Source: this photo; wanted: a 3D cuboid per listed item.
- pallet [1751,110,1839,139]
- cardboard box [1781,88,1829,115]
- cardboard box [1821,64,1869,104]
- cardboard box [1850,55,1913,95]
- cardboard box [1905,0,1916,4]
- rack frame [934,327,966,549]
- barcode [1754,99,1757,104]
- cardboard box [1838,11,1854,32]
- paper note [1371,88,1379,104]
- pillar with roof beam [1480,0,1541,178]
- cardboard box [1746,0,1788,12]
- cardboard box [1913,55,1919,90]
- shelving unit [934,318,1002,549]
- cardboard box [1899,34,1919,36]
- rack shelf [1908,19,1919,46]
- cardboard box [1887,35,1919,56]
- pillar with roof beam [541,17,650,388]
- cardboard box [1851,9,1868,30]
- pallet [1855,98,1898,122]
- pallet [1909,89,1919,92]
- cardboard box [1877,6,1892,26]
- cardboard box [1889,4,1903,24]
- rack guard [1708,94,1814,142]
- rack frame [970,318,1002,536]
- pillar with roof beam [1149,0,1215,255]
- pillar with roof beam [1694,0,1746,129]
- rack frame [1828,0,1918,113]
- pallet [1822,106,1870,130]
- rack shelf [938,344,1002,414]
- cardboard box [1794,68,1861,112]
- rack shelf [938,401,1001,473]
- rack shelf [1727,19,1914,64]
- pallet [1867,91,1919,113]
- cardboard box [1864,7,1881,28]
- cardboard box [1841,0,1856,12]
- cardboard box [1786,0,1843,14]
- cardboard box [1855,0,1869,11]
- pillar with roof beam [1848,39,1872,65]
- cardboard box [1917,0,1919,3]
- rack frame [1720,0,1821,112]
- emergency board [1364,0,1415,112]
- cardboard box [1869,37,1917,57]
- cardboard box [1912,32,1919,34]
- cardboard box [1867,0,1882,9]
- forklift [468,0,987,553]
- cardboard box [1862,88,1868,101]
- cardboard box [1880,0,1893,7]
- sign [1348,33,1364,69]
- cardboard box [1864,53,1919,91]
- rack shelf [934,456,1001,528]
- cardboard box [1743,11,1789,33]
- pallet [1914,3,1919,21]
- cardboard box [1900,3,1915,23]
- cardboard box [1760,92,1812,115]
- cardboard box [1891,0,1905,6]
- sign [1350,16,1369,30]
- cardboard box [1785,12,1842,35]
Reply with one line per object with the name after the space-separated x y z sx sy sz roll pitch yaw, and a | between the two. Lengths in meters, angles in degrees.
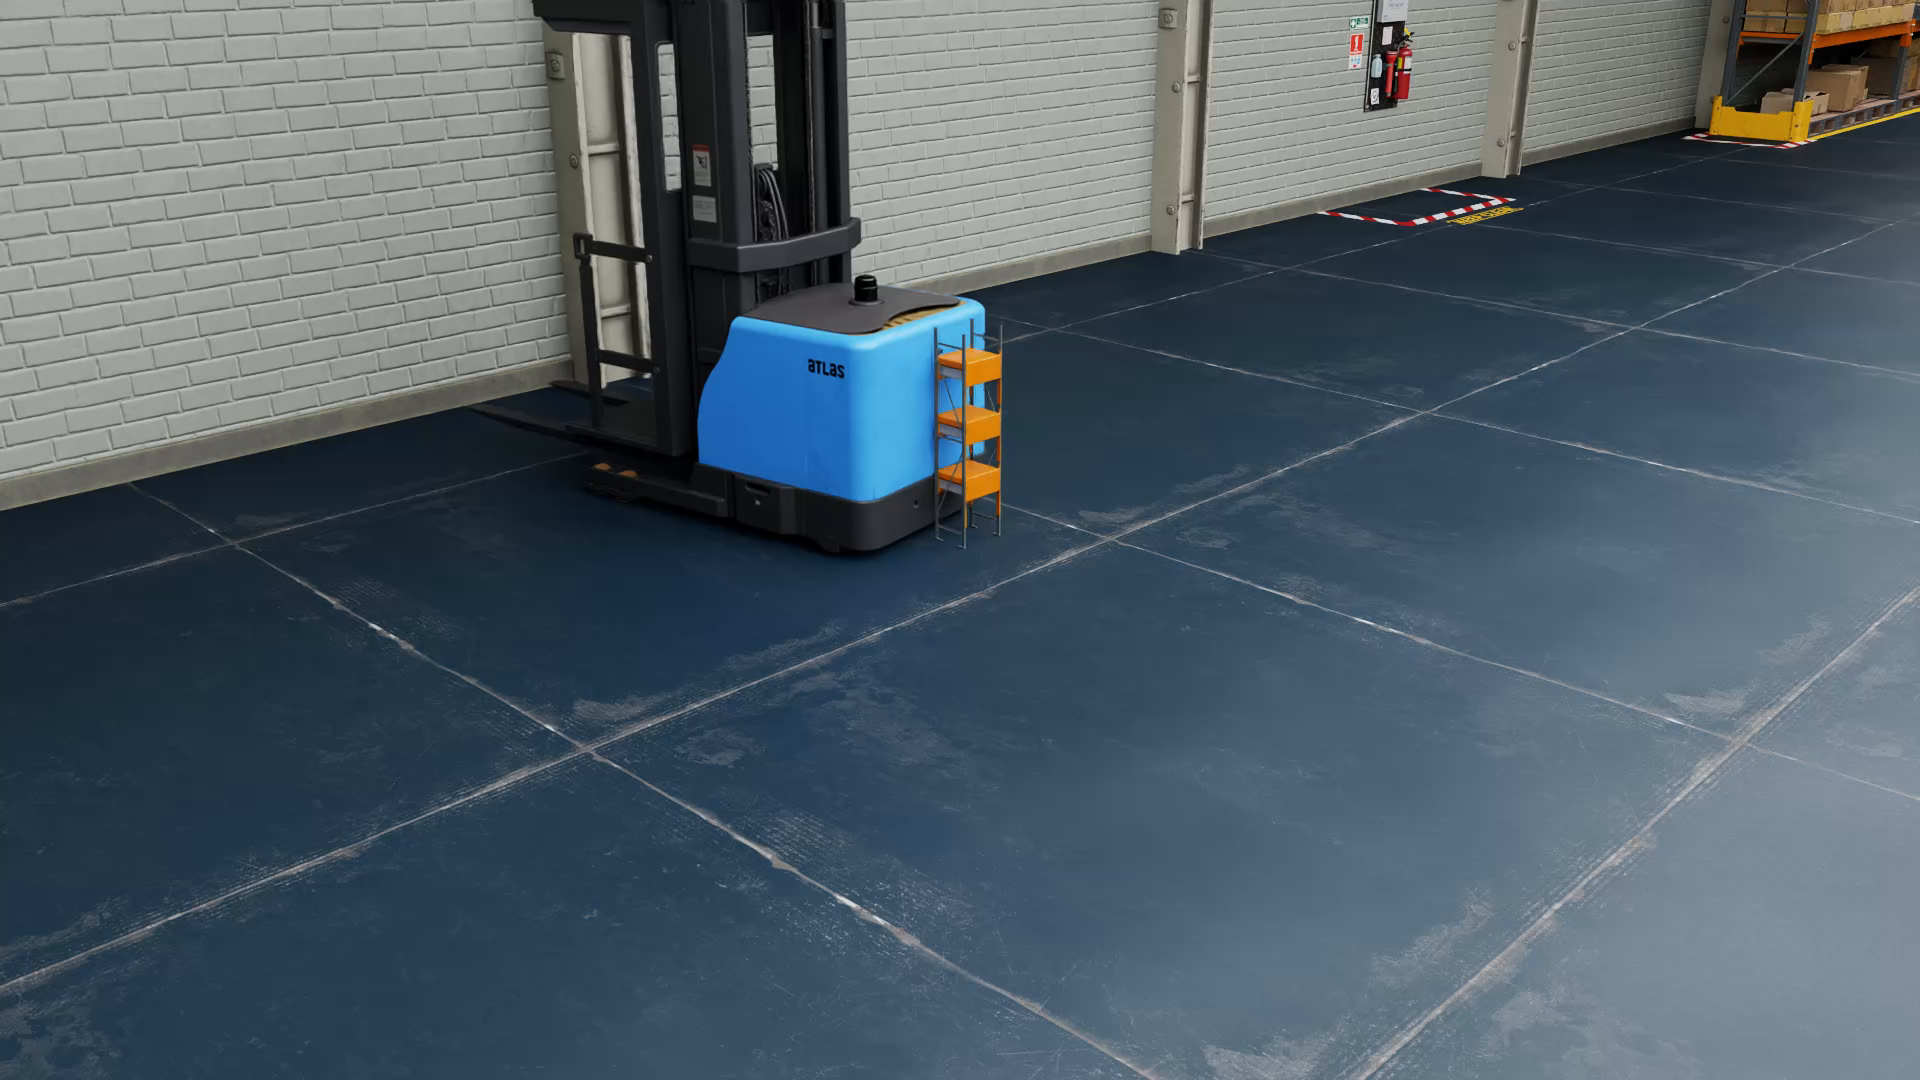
11.069 -5.599 22.348 1.003 0.211 1.213 19 28 41 | pallet
11.369 -5.933 22.465 0.500 0.311 0.500 -17 27 -38 | cardboard box
12.519 -6.471 23.601 0.500 0.500 0.500 17 27 37 | cardboard box
13.716 -6.941 24.824 0.500 0.500 0.700 -19 28 -40 | cardboard box
13.106 -7.800 23.323 0.500 0.500 0.500 19 28 41 | cardboard box
-0.048 -0.472 7.840 0.200 1.050 0.008 19 28 41 | rack frame
10.697 -5.896 22.355 0.001 0.075 0.075 19 28 41 | barcode
11.344 -6.804 21.776 0.500 0.250 0.500 18 28 39 | cardboard box
4.183 -4.470 16.752 0.016 0.148 0.142 19 28 41 | paper note
9.191 -7.258 14.416 9.100 9.000 0.400 19 28 41 | pillar with roof beam
10.601 -7.145 21.619 0.500 0.500 0.500 19 28 40 | cardboard box
14.425 -7.208 25.517 0.700 0.500 0.500 20 28 41 | cardboard box
0.037 -0.504 7.922 0.215 1.050 0.252 19 28 41 | shelving unit
14.742 -7.664 25.659 0.500 0.250 0.500 19 28 40 | cardboard box
14.610 -7.888 25.418 1.077 0.370 4.000 19 28 41 | rack shelf
14.381 -7.540 25.337 0.500 0.250 0.500 18 28 39 | cardboard box
0.820 -4.174 6.390 9.100 9.000 0.400 19 28 41 | pillar with roof beam
11.704 -6.933 22.113 0.500 0.250 0.500 19 28 40 | cardboard box
12.771 -6.226 23.980 1.003 0.211 1.213 19 28 41 | pallet
14.608 -6.924 25.793 1.003 0.211 1.213 19 28 41 | pallet
12.408 -7.192 22.787 0.500 0.250 0.500 19 28 40 | cardboard box
12.748 -7.325 23.133 0.500 0.250 0.500 19 28 41 | cardboard box
10.477 -5.534 21.776 1.175 0.500 0.348 19 28 41 | rack guard
0.122 -0.535 8.004 0.200 1.050 0.008 19 28 41 | rack frame
5.006 -5.716 10.403 9.100 9.000 0.400 19 28 41 | pillar with roof beam
13.377 -8.801 18.428 9.100 9.000 0.400 19 28 41 | pillar with roof beam
13.214 -7.710 23.952 1.000 3.000 0.127 19 28 41 | rack frame
11.920 -5.911 23.160 1.003 0.211 1.213 19 28 41 | pallet
0.037 -0.759 7.824 0.215 0.259 0.240 19 28 41 | rack shelf
11.916 -6.198 22.890 0.700 0.500 0.500 17 27 37 | cardboard box
0.037 -0.494 7.926 0.215 0.259 0.240 19 28 41 | rack shelf
11.819 -6.860 22.743 1.077 0.370 4.000 19 28 41 | rack shelf
13.757 -6.608 24.974 1.003 0.211 1.213 19 28 41 | pallet
12.058 -7.062 22.449 0.500 0.250 0.500 20 28 41 | cardboard box
11.324 -7.143 21.613 0.500 0.500 0.500 19 28 41 | cardboard box
10.972 -7.018 21.289 0.500 0.500 0.500 19 28 41 | cardboard box
11.689 -7.274 21.954 0.500 0.500 0.500 18 27 39 | cardboard box
17.563 -10.343 22.441 9.100 9.000 0.400 19 28 41 | pillar with roof beam
13.594 -8.084 24.173 0.700 0.500 0.500 19 28 41 | cardboard box
10.424 -6.681 21.277 1.000 3.000 0.127 19 28 41 | rack frame
4.356 -4.910 16.667 0.194 1.169 0.643 19 28 41 | emergency board
14.021 -7.406 24.986 0.500 0.250 0.500 19 28 40 | cardboard box
15.097 -7.797 26.006 0.500 0.250 0.500 -20 28 -41 | cardboard box
12.041 -7.410 22.307 0.500 0.500 0.500 -19 28 -40 | cardboard box
-1.362 -1.701 8.414 3.031 2.935 1.130 14 25 32 | forklift
12.863 -6.447 24.004 0.380 0.166 0.250 15 26 34 | cardboard box
12.403 -7.543 22.656 0.500 0.500 0.500 18 28 39 | cardboard box
3.896 -4.810 16.358 0.001 0.329 0.234 19 28 41 | sign
14.041 -7.087 25.203 0.700 0.500 0.500 19 28 40 | cardboard box
0.037 -0.235 8.026 0.215 0.259 0.240 19 28 41 | rack shelf
10.611 -6.789 21.739 0.500 0.250 0.500 -20 28 -41 | cardboard box
13.852 -7.780 24.402 1.003 0.211 1.213 19 28 41 | pallet
13.101 -7.451 23.461 0.500 0.250 0.500 19 28 41 | cardboard box
10.971 -5.787 22.084 0.500 0.311 0.500 15 26 35 | cardboard box
12.762 -7.670 22.985 0.500 0.500 0.500 19 28 40 | cardboard box
3.906 -5.056 16.261 0.001 0.109 0.331 19 28 41 | sign
10.992 -6.667 21.419 0.500 0.250 0.500 18 28 39 | cardboard box
